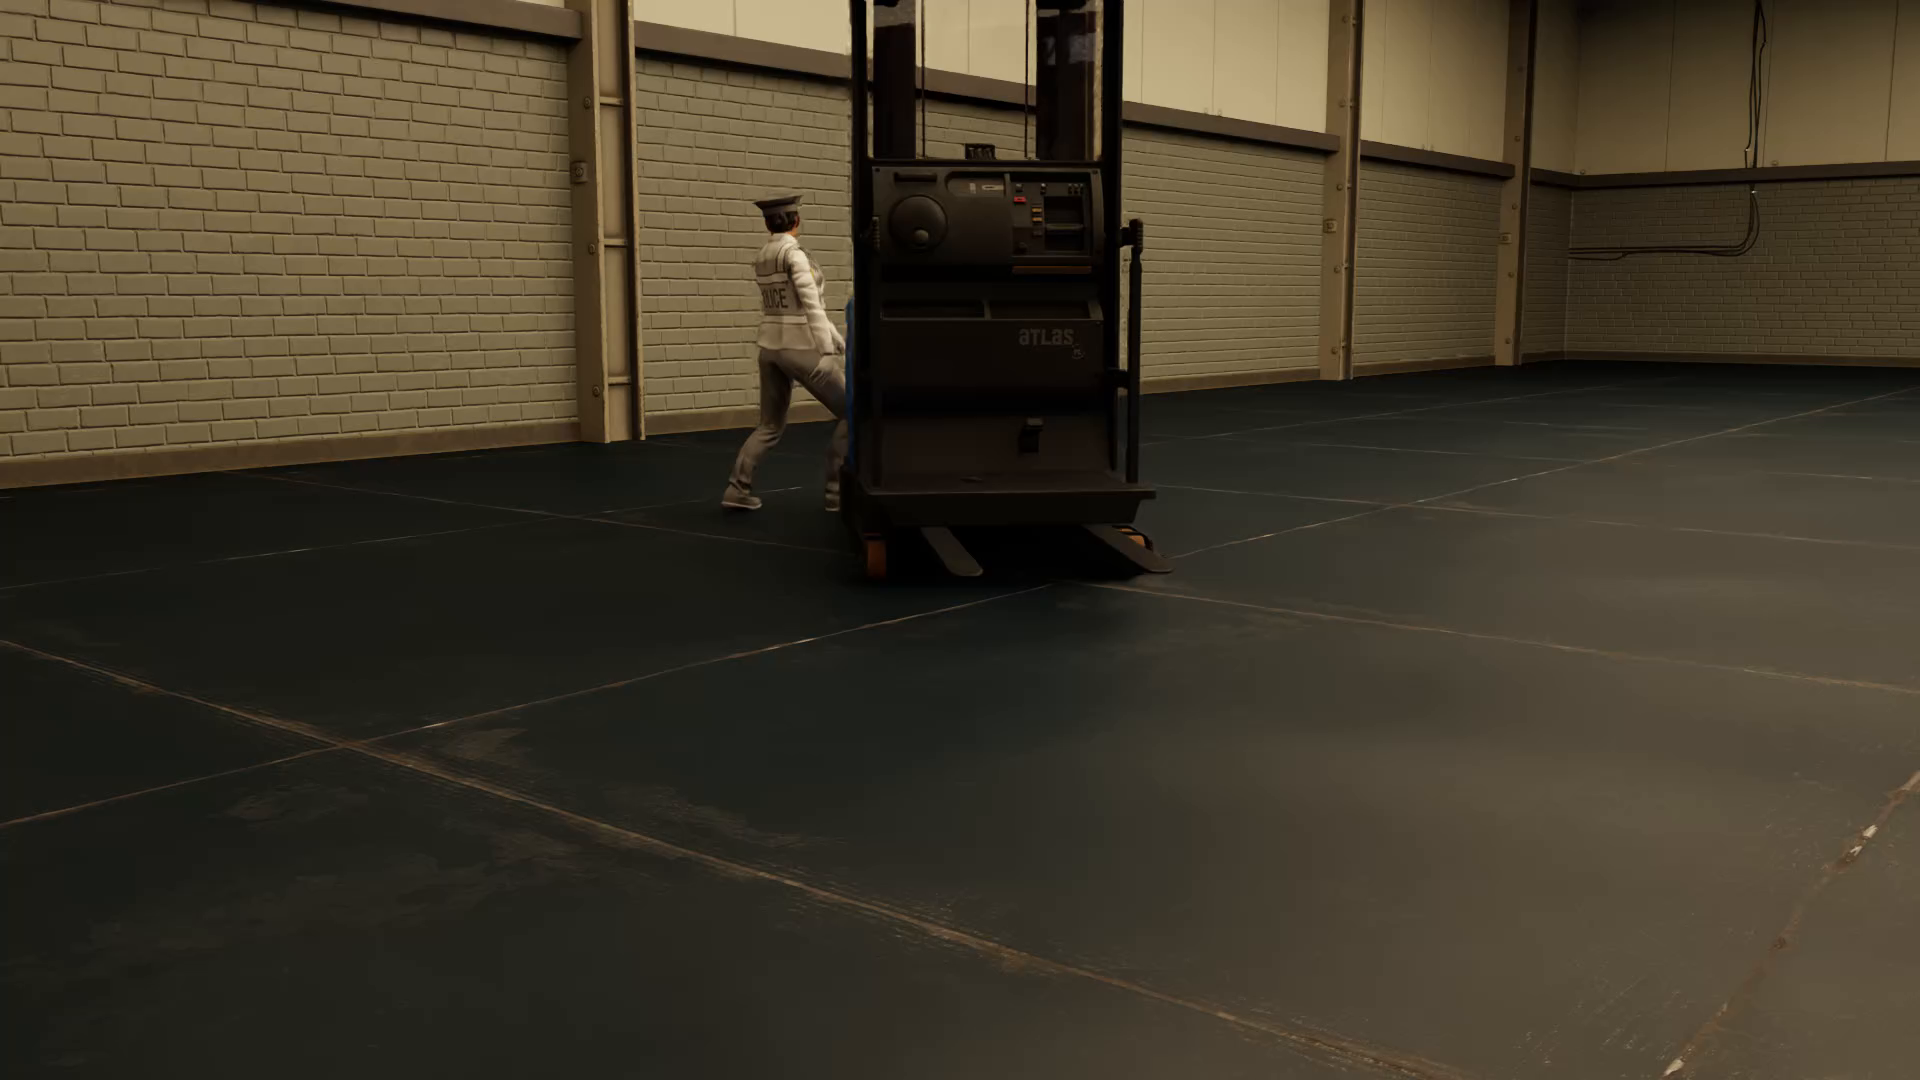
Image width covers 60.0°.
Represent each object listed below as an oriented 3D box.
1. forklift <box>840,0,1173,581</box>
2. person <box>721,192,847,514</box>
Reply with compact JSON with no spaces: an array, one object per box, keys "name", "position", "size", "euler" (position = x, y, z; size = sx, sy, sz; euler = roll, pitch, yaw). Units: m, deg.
[{"name":"forklift","position":[0.140,-1.343,6.461],"size":[1.130,2.935,3.031],"euler":[-1,8,-7]},{"name":"person","position":[-0.779,-0.923,8.250],"size":[0.719,1.582,0.644],"euler":[-7,11,-41]}]
